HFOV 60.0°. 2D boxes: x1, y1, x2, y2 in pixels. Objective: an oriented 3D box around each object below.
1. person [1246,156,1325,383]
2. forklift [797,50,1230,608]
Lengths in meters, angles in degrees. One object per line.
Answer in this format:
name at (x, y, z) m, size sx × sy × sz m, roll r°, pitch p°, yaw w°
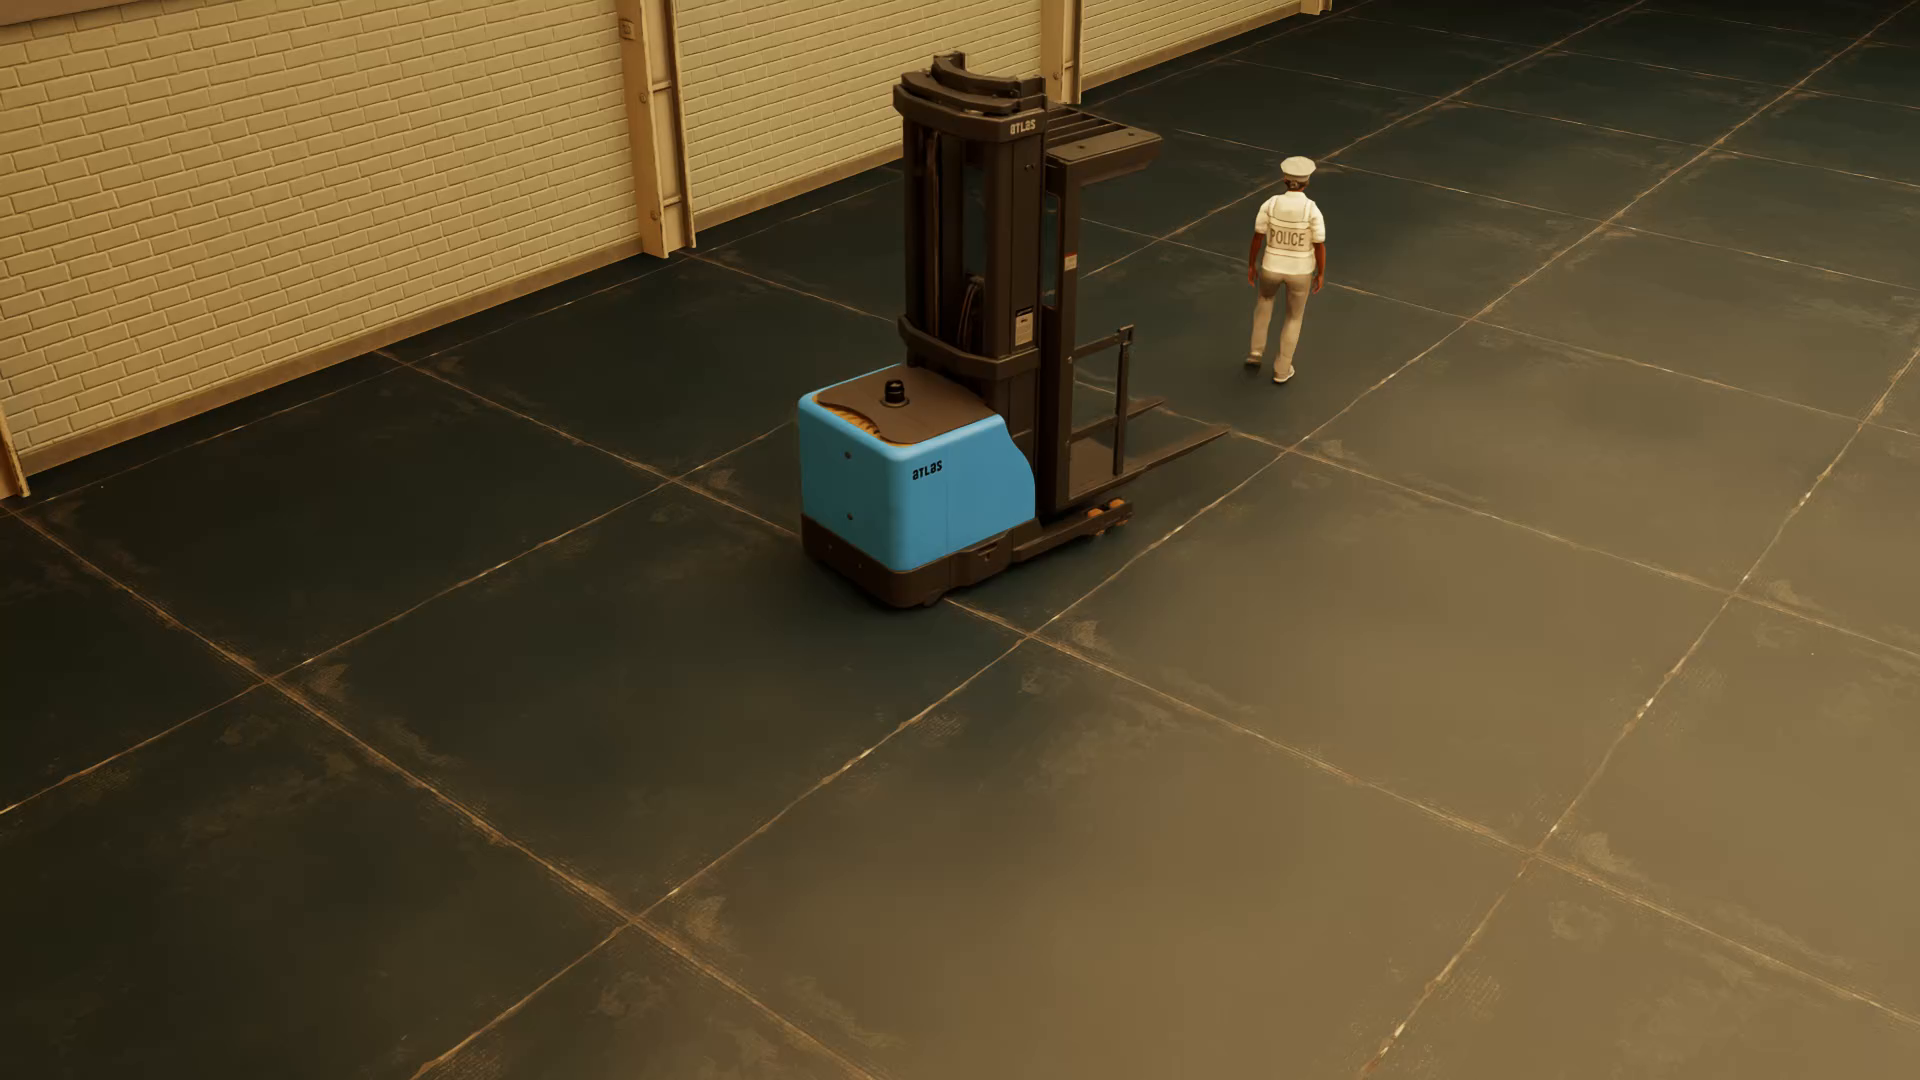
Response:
person at (2.424, -1.988, 12.314) m, size 0.553 × 1.696 × 0.478 m, roll 12°, pitch 32°, yaw 20°
forklift at (0.476, -1.478, 10.124) m, size 3.031 × 2.935 × 1.130 m, roll -23°, pitch 37°, yaw -34°
